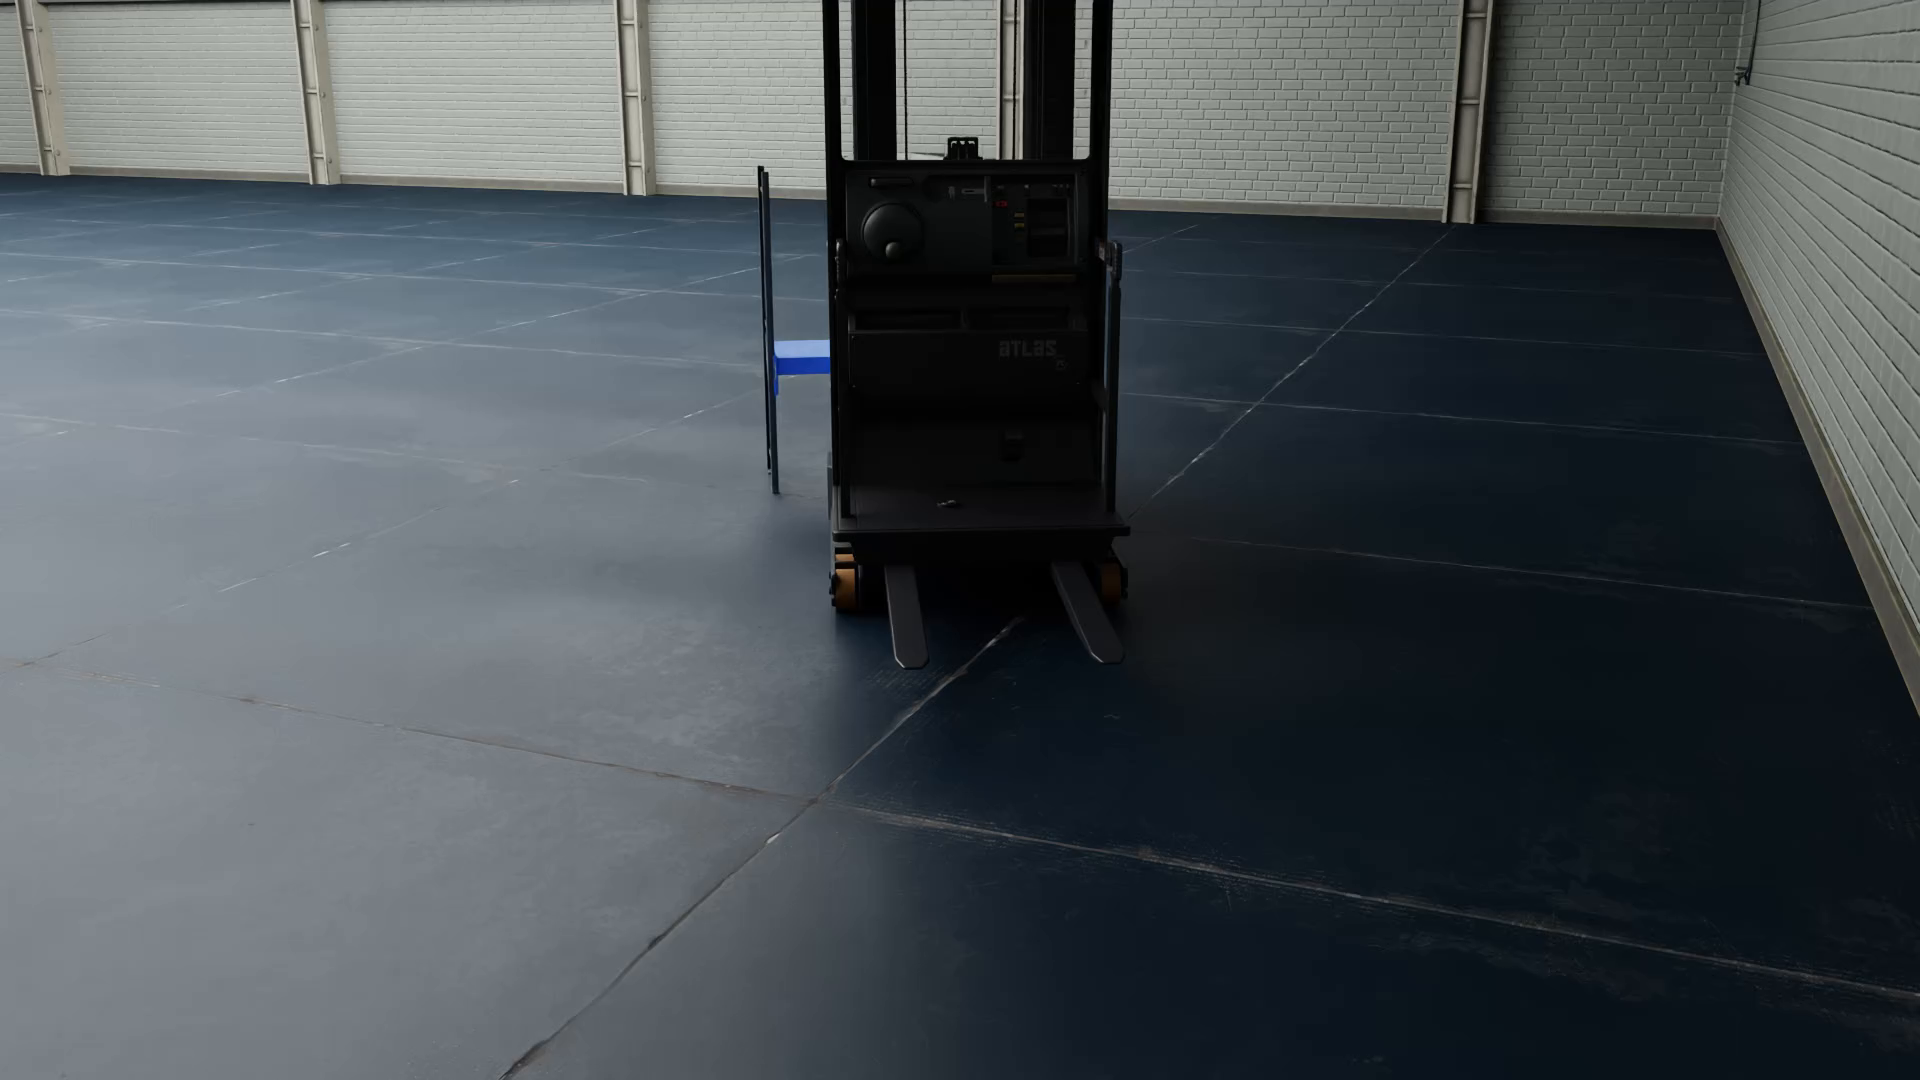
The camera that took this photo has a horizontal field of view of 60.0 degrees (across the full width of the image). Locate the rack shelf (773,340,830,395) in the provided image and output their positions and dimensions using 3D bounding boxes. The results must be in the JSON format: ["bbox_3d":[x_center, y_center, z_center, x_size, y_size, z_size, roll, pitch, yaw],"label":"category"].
[{"bbox_3d":[-0.418,-0.861,8.091,1.000,0.185,0.538,-3,16,-9],"label":"rack shelf"}]

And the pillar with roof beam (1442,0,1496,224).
[{"bbox_3d":[4.732,-7.224,15.918,0.400,9.000,9.100,6,17,21],"label":"pillar with roof beam"}]

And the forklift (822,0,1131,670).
[{"bbox_3d":[0.047,-1.233,6.165,1.130,2.935,3.031,-1,16,-4],"label":"forklift"}]

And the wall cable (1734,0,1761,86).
[{"bbox_3d":[8.567,-6.205,17.977,0.112,2.526,3.097,6,17,21],"label":"wall cable"}]

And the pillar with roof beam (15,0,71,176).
[{"bbox_3d":[-17.594,-9.679,24.374,0.400,9.000,9.100,6,17,21],"label":"pillar with roof beam"}]

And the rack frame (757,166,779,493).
[{"bbox_3d":[-0.920,-1.012,7.965,0.032,1.500,0.500,-3,16,-9],"label":"rack frame"}]

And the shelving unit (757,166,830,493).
[{"bbox_3d":[-0.418,-1.034,8.041,1.048,1.500,0.538,-3,16,-9],"label":"shelving unit"}]

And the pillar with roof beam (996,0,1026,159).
[{"bbox_3d":[-0.850,-7.838,18.032,0.400,9.000,9.100,6,17,21],"label":"pillar with roof beam"}]

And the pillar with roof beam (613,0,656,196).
[{"bbox_3d":[-6.431,-8.452,20.146,0.400,9.000,9.100,6,17,21],"label":"pillar with roof beam"}]

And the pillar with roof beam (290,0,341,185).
[{"bbox_3d":[-12.013,-9.066,22.260,0.400,9.000,9.100,6,17,21],"label":"pillar with roof beam"}]
